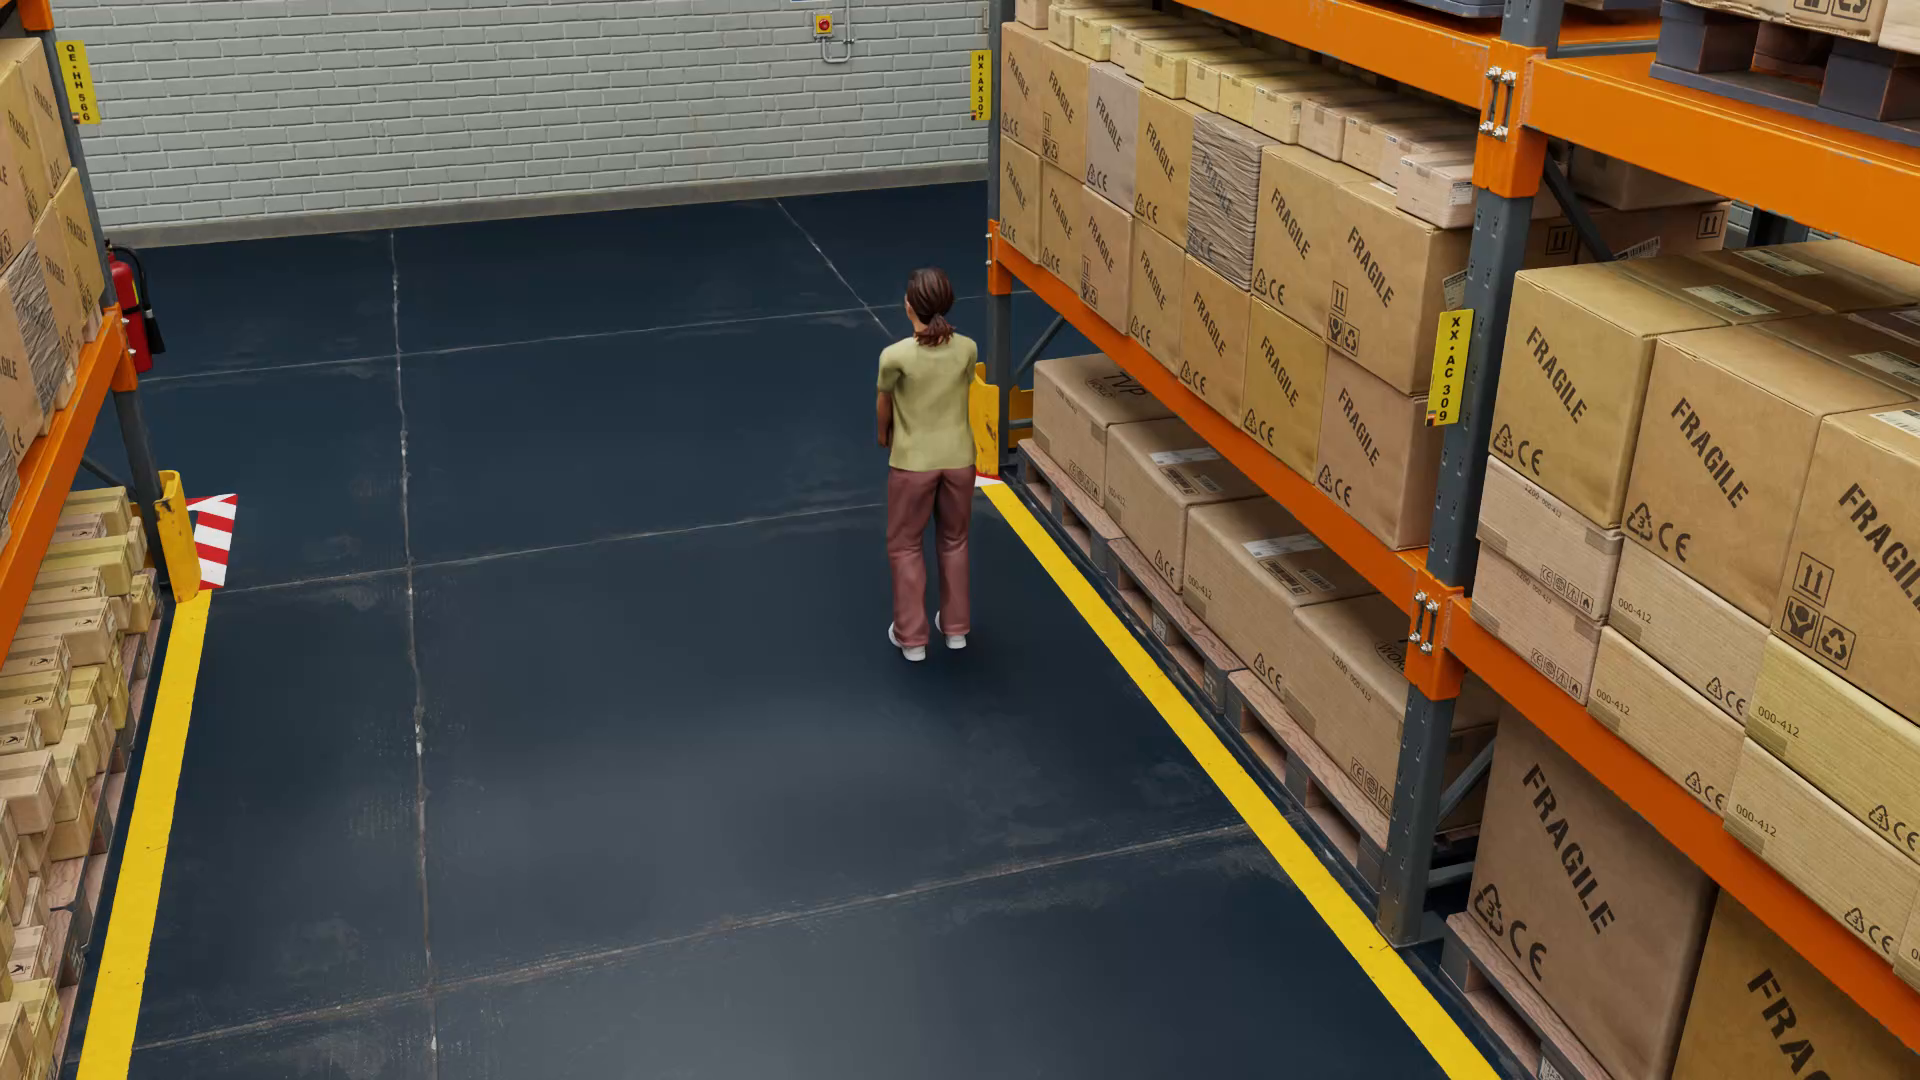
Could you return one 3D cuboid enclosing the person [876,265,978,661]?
[{"bbox_3d":[-0.144,-0.328,6.789,0.406,1.669,0.514,-8,27,-15],"label":"person"}]
